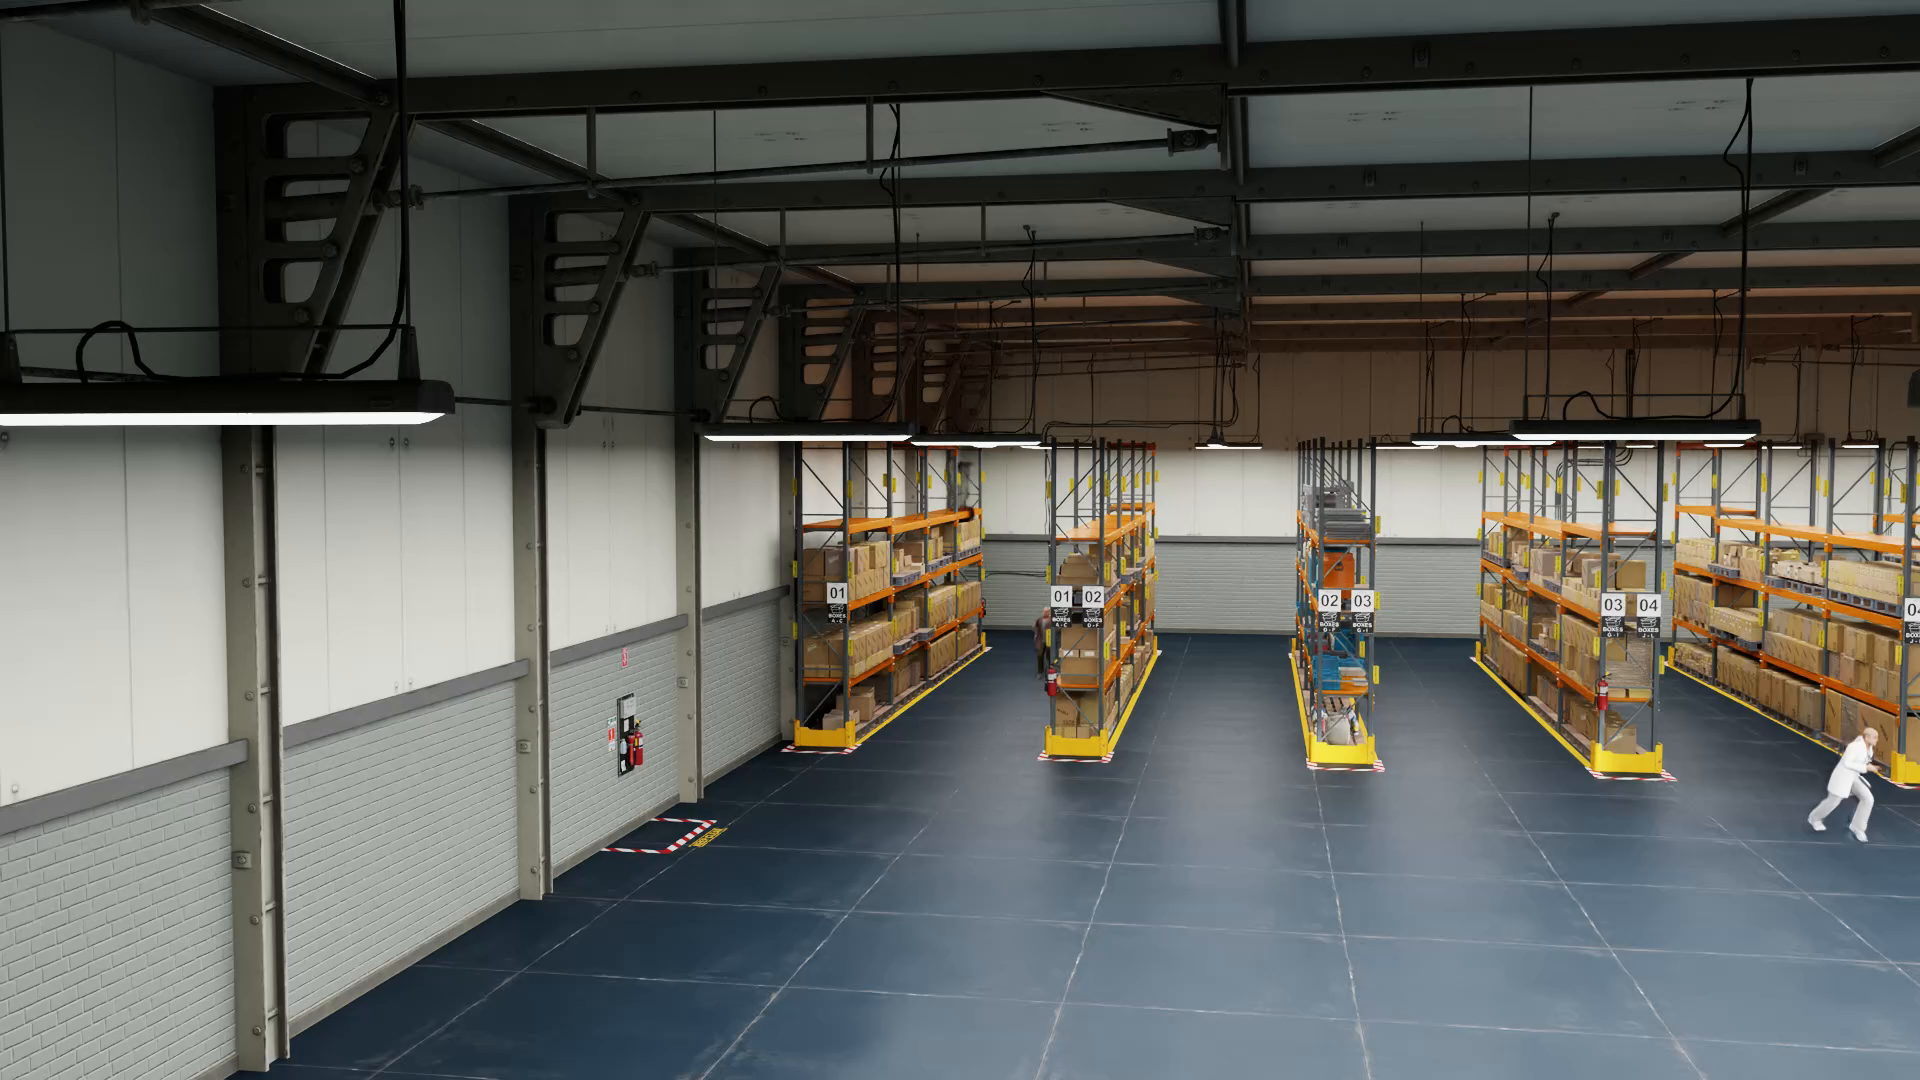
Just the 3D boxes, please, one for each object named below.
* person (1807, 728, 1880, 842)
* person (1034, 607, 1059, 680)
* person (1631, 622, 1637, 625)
[{"bbox_3d":[13.143,3.604,24.695,0.751,1.737,1.072,-2,4,-35],"label":"person"},{"bbox_3d":[2.181,2.601,42.106,0.713,1.802,0.985,1,3,20],"label":"person"},{"bbox_3d":[17.668,2.538,43.894,0.712,1.721,0.754,1,3,23],"label":"person"}]
